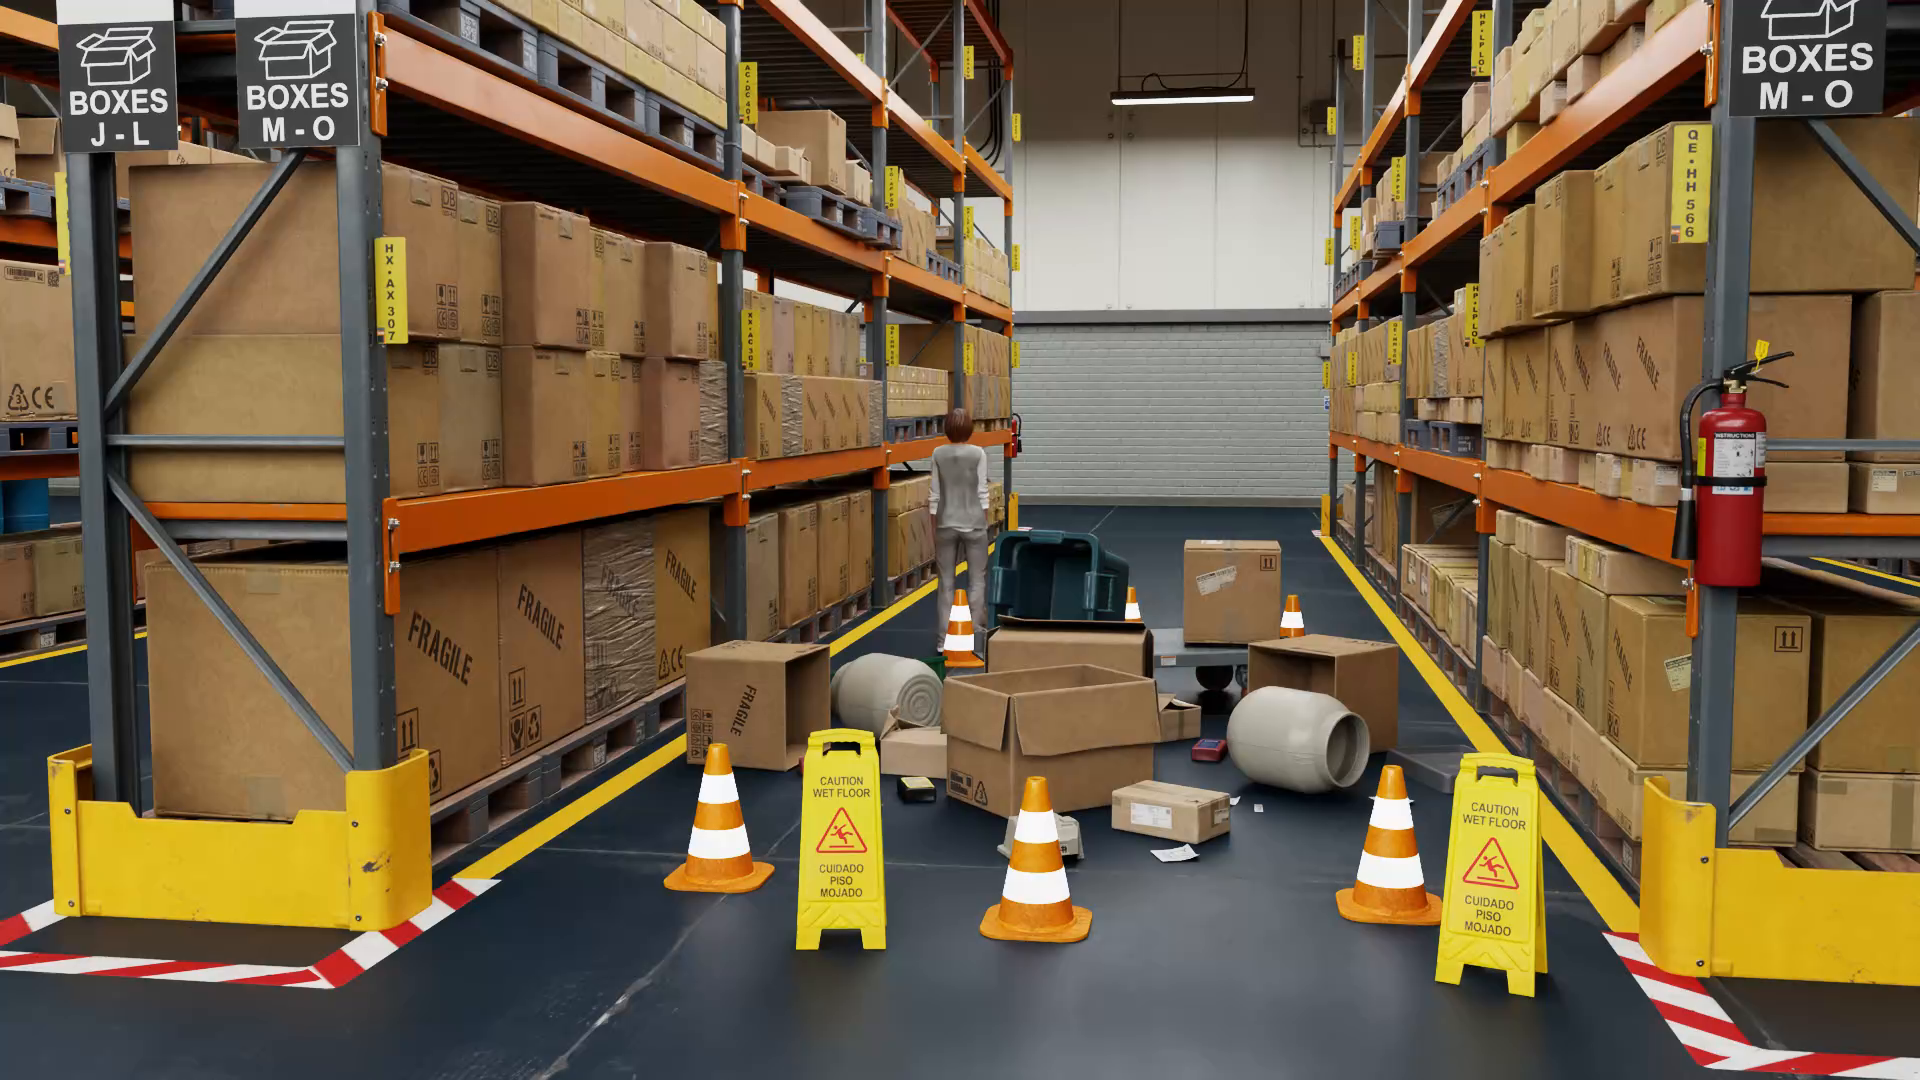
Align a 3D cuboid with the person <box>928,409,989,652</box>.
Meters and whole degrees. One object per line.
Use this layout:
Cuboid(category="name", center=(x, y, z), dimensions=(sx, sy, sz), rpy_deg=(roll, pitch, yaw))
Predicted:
Cuboid(category="person", center=(-0.010, -0.056, 10.833), dimensions=(0.406, 1.594, 0.309), rpy_deg=(1, 5, 9))
